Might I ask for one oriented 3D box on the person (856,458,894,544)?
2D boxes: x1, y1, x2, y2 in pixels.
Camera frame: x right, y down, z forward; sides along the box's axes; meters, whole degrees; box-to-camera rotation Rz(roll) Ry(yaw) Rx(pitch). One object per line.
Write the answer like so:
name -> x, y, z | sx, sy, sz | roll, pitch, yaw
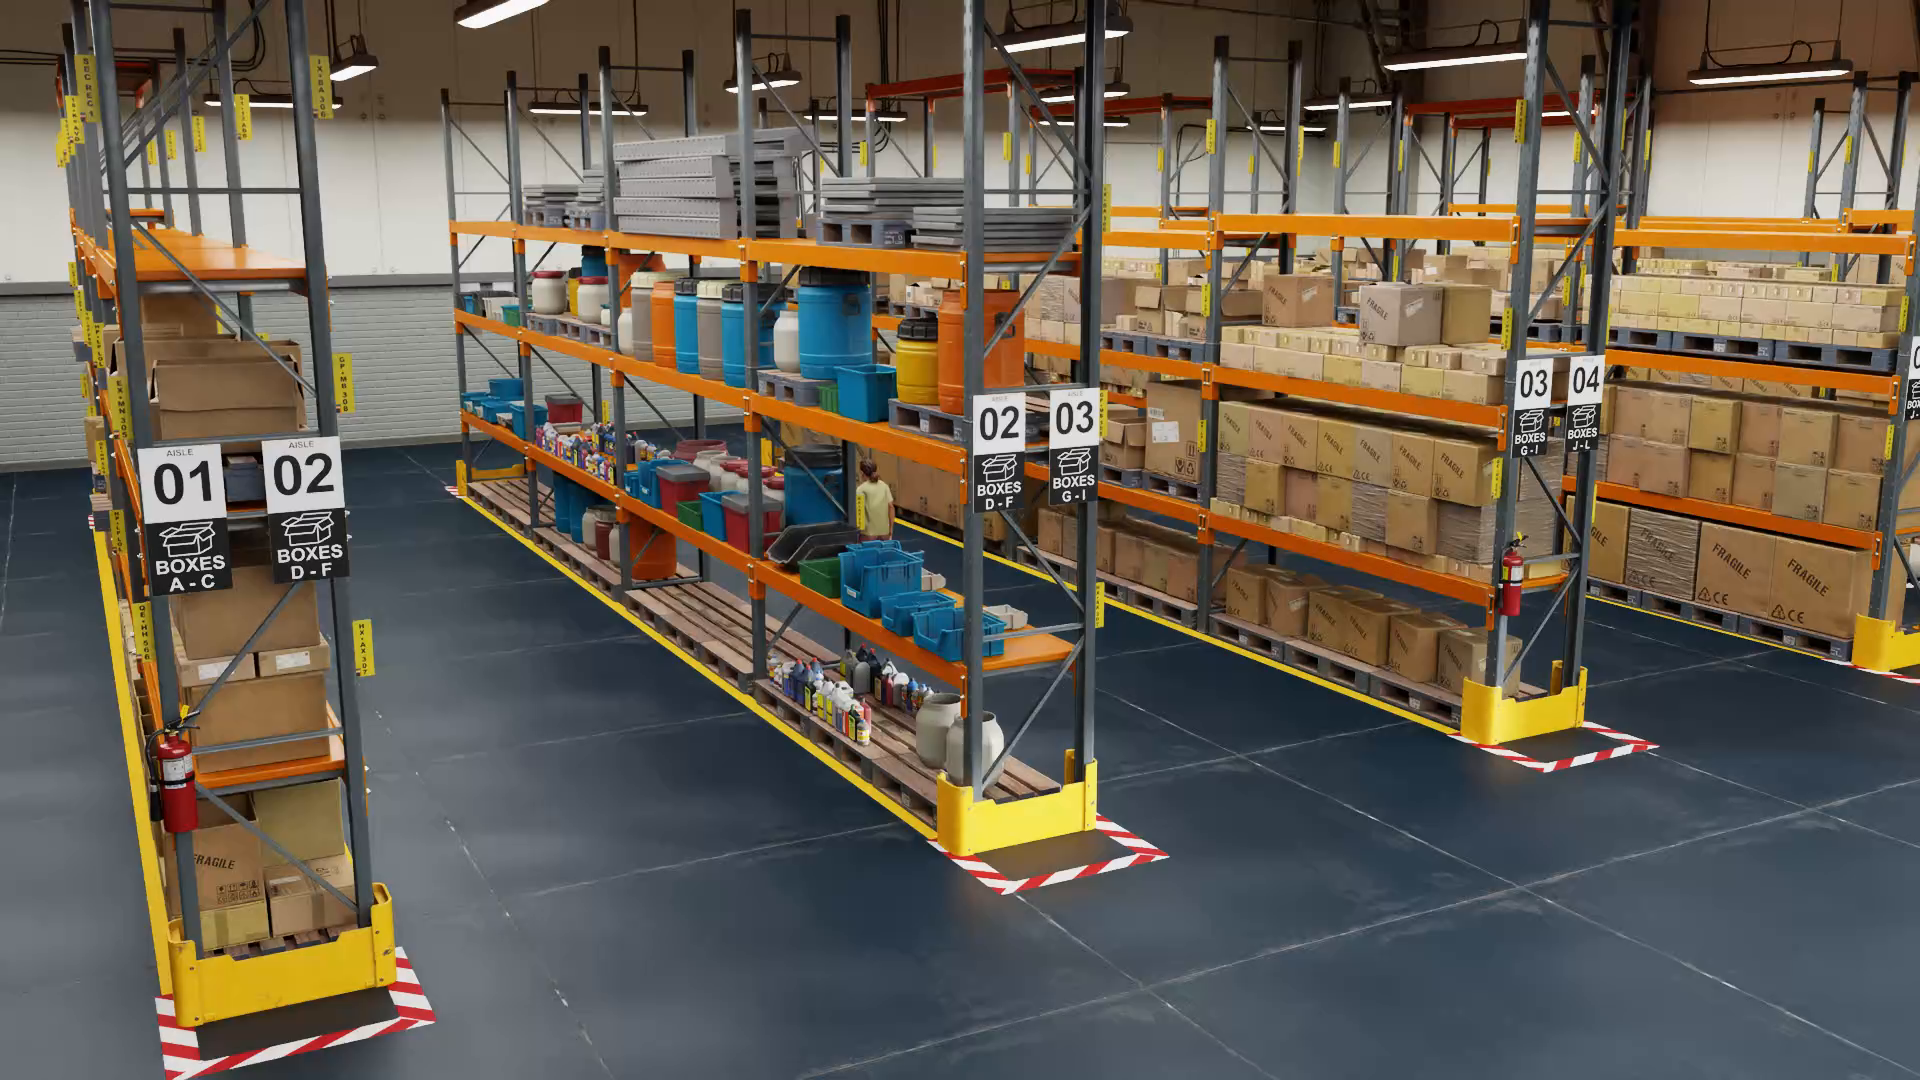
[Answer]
person -> -0.962, -0.071, 18.298 | 0.521, 1.672, 0.358 | -7, 14, -31
